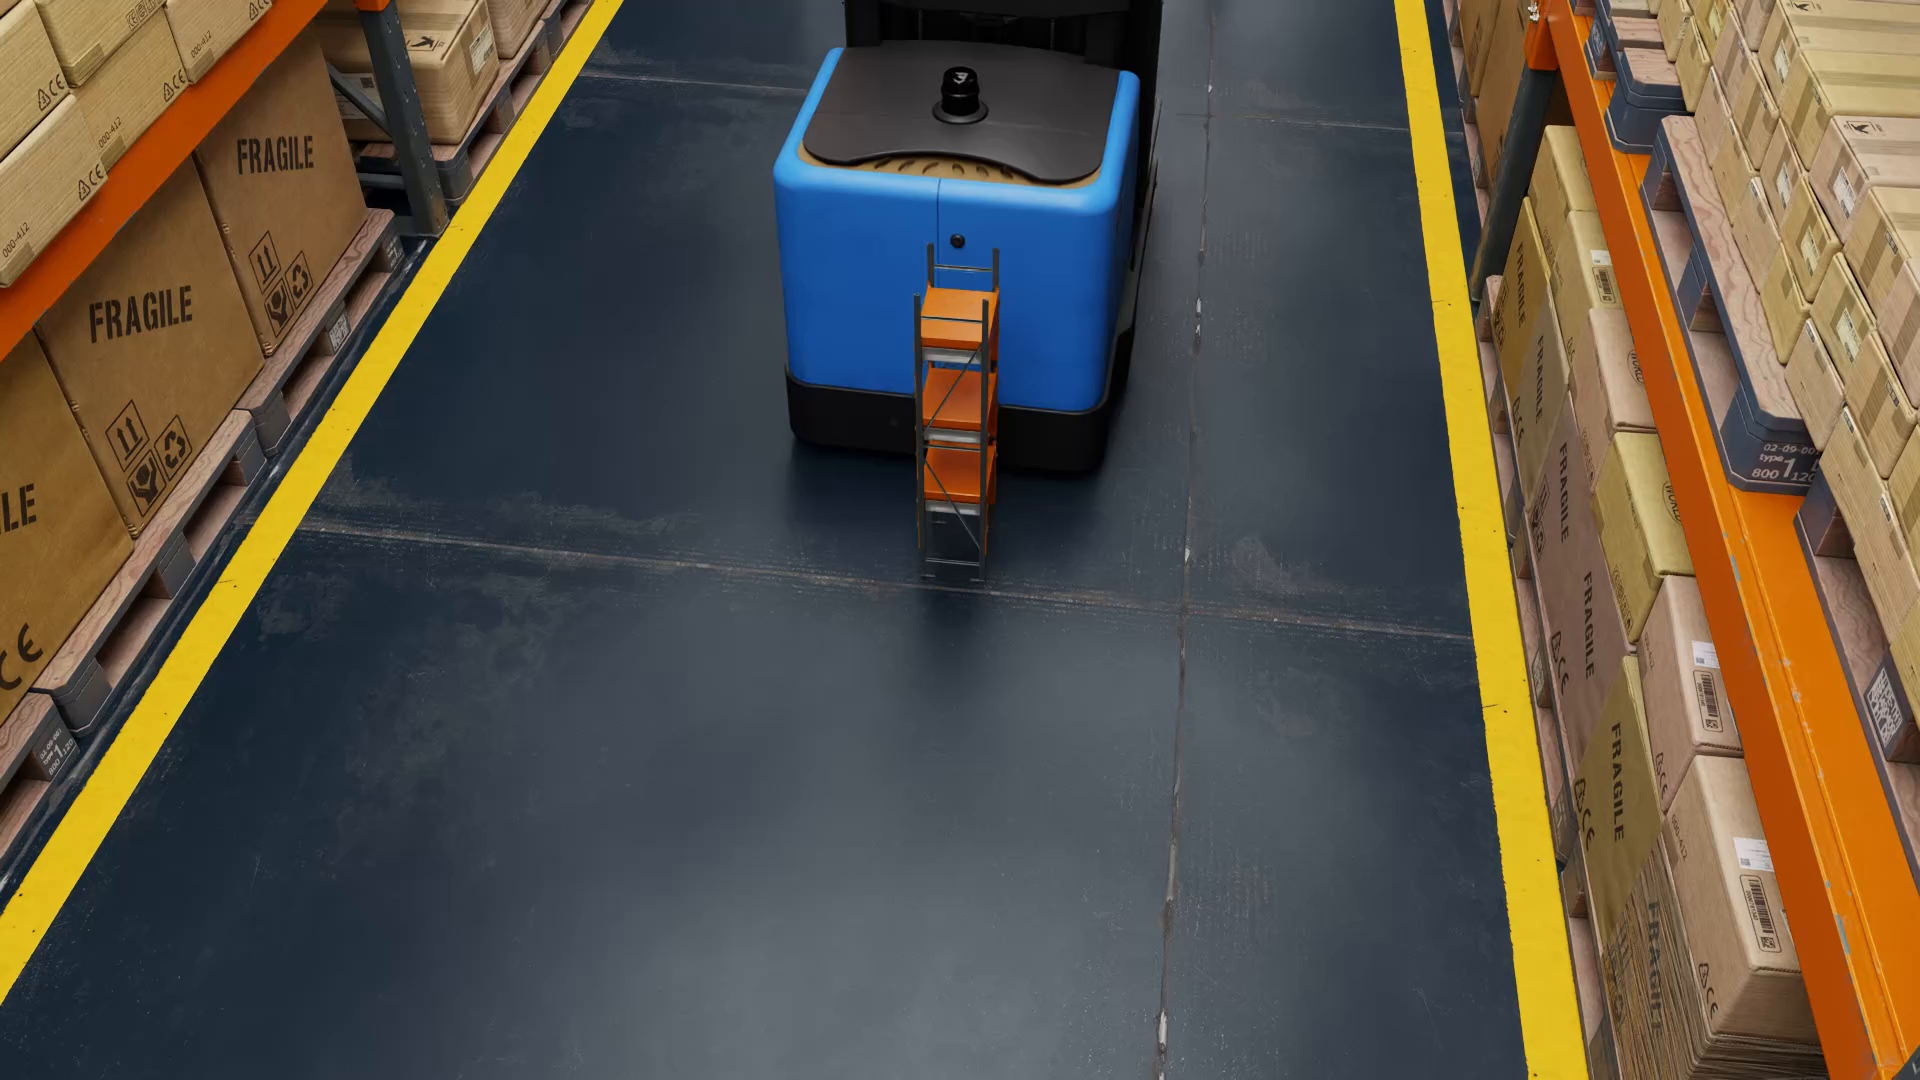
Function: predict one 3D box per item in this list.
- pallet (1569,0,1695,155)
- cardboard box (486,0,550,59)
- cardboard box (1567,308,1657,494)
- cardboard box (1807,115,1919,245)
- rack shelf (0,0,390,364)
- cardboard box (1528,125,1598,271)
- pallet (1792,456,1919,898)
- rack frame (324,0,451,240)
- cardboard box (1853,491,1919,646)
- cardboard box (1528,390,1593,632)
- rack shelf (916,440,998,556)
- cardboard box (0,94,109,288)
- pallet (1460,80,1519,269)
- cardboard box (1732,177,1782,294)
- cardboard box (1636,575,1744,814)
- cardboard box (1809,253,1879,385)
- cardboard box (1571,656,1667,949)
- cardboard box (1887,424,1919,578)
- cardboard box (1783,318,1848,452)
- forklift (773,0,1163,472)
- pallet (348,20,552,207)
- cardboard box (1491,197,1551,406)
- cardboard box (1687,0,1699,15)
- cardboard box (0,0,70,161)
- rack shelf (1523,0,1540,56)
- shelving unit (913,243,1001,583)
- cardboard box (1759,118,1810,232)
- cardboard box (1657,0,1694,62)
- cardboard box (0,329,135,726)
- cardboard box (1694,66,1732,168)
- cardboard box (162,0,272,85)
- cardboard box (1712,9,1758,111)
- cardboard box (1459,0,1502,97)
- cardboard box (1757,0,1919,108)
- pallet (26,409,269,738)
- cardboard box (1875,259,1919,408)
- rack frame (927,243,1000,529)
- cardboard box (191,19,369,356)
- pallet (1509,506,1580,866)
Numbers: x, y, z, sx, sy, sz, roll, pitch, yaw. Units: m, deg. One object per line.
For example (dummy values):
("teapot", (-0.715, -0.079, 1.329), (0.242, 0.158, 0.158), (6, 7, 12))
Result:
("pallet", (2.414, -1.399, 4.686), (1.213, 0.211, 1.003), (5, 44, 6))
("cardboard box", (-2.343, -2.432, 7.242), (0.950, 0.372, 0.625), (4, 44, 5))
("cardboard box", (1.926, -0.352, 4.407), (0.500, 0.250, 0.500), (6, 44, 6))
("cardboard box", (1.907, -0.695, 3.247), (0.380, 0.149, 0.250), (3, 44, 4))
("rack shelf", (-2.782, -0.721, 4.353), (1.077, 0.370, 4.000), (5, 44, 6))
("cardboard box", (2.072, -1.034, 5.127), (0.500, 0.250, 0.500), (3, 44, 4))
("pallet", (2.119, 0.324, 2.866), (1.003, 0.211, 1.213), (5, 44, 6))
("rack frame", (-2.517, -2.346, 5.545), (1.000, 3.000, 0.127), (5, 44, 6))
("cardboard box", (1.799, 0.065, 2.877), (0.380, 0.149, 0.250), (5, 44, 5))
("cardboard box", (1.930, -0.057, 4.641), (0.500, 0.500, 0.500), (4, 44, 4))
("rack shelf", (-0.007, -0.135, 5.049), (0.215, 0.259, 0.240), (5, 44, 6))
("cardboard box", (-2.501, -0.881, 4.108), (0.500, 0.250, 0.500), (5, 44, 5))
("pallet", (2.582, -1.482, 6.662), (1.003, 0.211, 1.213), (5, 44, 6))
("cardboard box", (1.934, -0.658, 3.641), (0.380, 0.149, 0.250), (4, 44, 4))
("cardboard box", (1.803, 0.365, 3.650), (0.500, 0.250, 0.500), (7, 44, 7))
("cardboard box", (1.868, -0.409, 3.161), (0.380, 0.149, 0.250), (3, 44, 3))
("cardboard box", (1.790, 0.640, 3.905), (0.500, 0.500, 0.500), (4, 44, 5))
("cardboard box", (1.800, -0.045, 2.777), (0.380, 0.149, 0.250), (7, 44, 7))
("cardboard box", (1.863, -0.296, 3.258), (0.380, 0.149, 0.250), (4, 44, 4))
("forklift", (0.187, -2.308, 5.556), (1.130, 2.935, 3.031), (7, 44, 7))
("pallet", (-2.412, -1.865, 7.067), (1.003, 0.211, 1.213), (5, 44, 6))
("cardboard box", (2.056, -0.750, 5.373), (0.500, 0.500, 0.500), (4, 44, 4))
("cardboard box", (2.074, -1.455, 4.266), (0.380, 0.149, 0.250), (4, 44, 4))
("cardboard box", (-2.509, -1.065, 3.939), (0.500, 0.250, 0.500), (4, 44, 4))
("rack shelf", (2.667, -3.066, 6.830), (1.077, 0.370, 4.000), (5, 44, 6))
("shelving unit", (-0.007, -0.345, 4.851), (0.215, 1.050, 0.252), (5, 44, 6))
("cardboard box", (1.939, -0.760, 3.532), (0.380, 0.149, 0.250), (7, 44, 7))
("cardboard box", (2.073, -1.372, 4.395), (0.380, 0.149, 0.250), (7, 44, 8))
("cardboard box", (-2.932, -0.047, 4.357), (0.875, 0.875, 0.875), (6, 44, 7))
("cardboard box", (2.006, -1.007, 4.009), (0.380, 0.149, 0.250), (7, 44, 7))
("cardboard box", (-2.379, -1.573, 4.839), (0.500, 0.250, 0.500), (6, 44, 6))
("cardboard box", (2.007, -1.114, 3.905), (0.380, 0.149, 0.250), (5, 44, 6))
("cardboard box", (2.685, -2.303, 6.831), (1.050, 0.750, 0.750), (6, 44, 6))
("cardboard box", (1.977, -1.049, 3.620), (0.380, 0.149, 0.250), (6, 44, 7))
("pallet", (-2.860, 0.027, 5.068), (1.003, 0.211, 1.213), (5, 44, 6))
("cardboard box", (1.839, -0.345, 2.877), (0.380, 0.149, 0.250), (5, 44, 5))
("rack frame", (0.009, -0.428, 4.938), (0.200, 1.050, 0.008), (5, 44, 6))
("cardboard box", (-2.691, -1.263, 5.642), (0.875, 0.875, 0.875), (5, 44, 5))
("pallet", (2.134, 0.410, 4.664), (1.003, 0.211, 1.213), (5, 44, 6))
